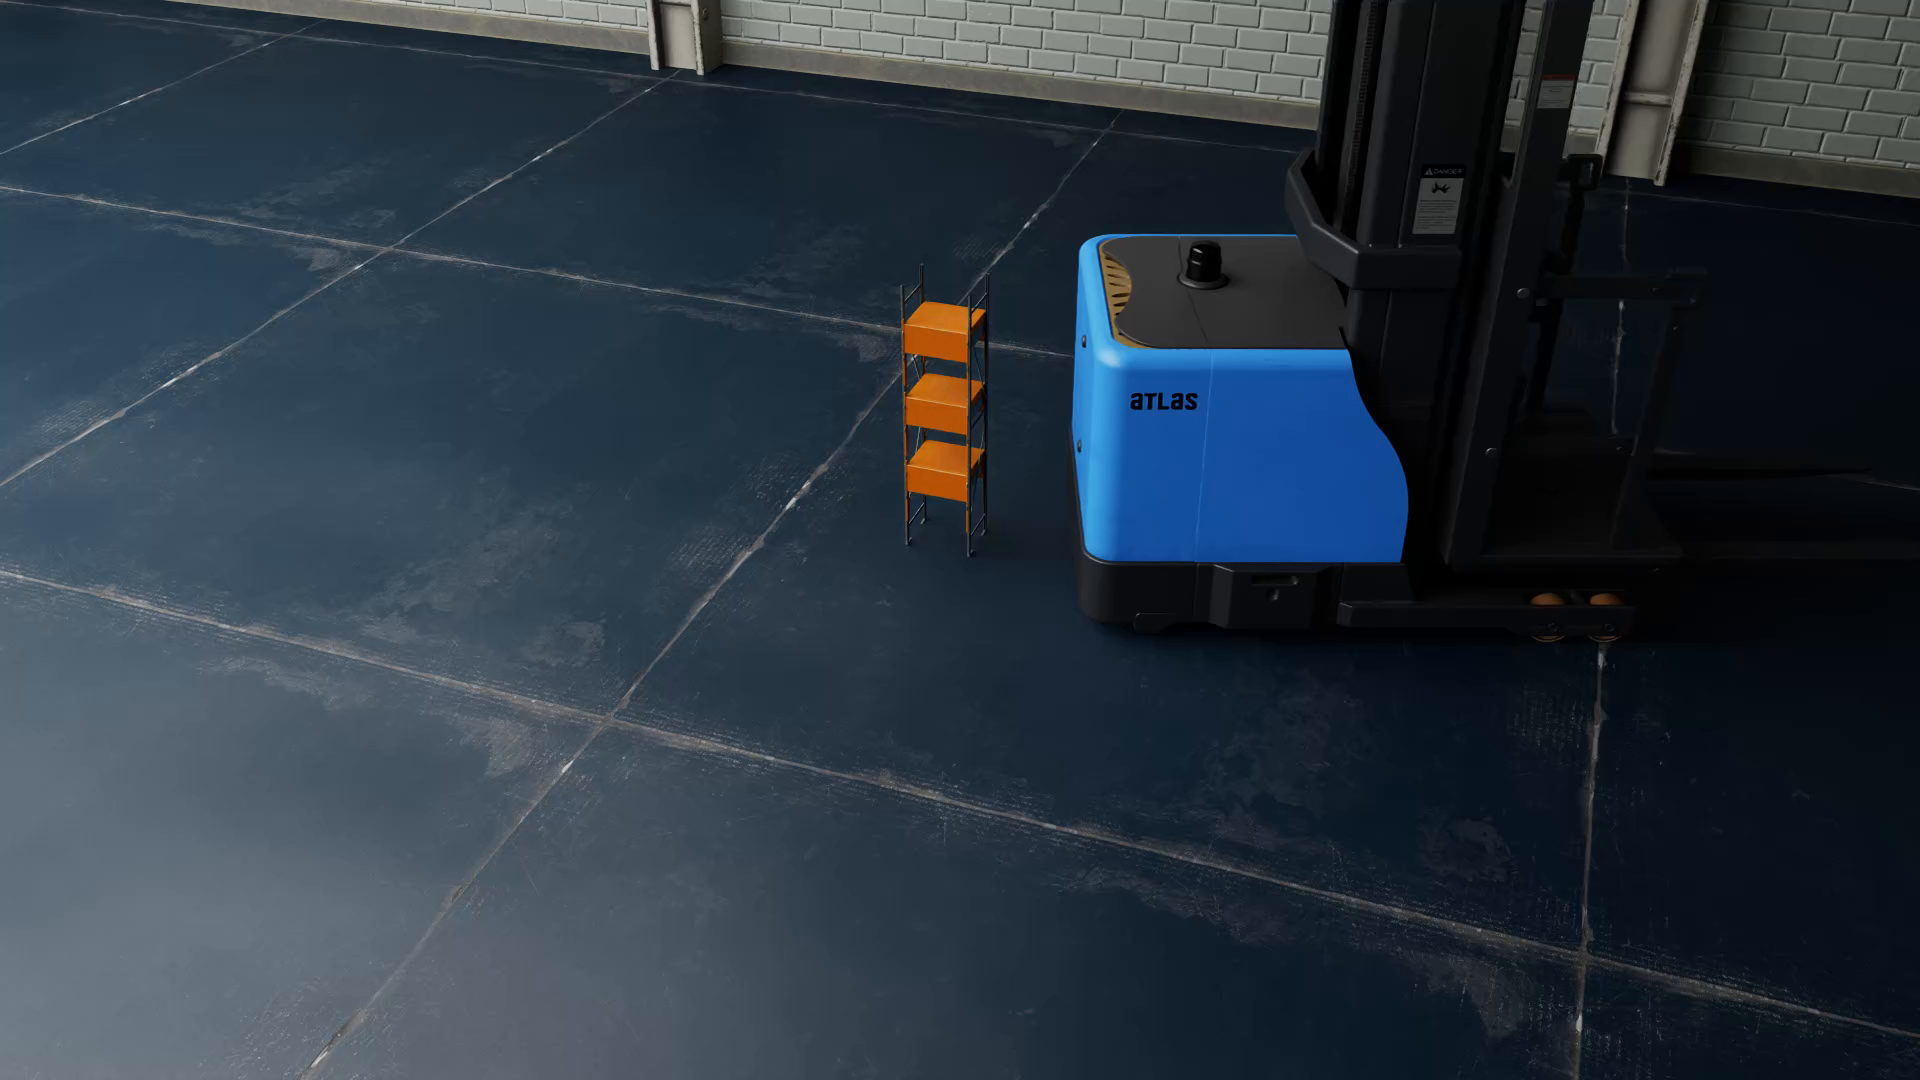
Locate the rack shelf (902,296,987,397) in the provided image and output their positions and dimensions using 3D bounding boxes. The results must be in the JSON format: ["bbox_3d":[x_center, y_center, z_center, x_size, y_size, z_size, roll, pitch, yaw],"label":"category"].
[{"bbox_3d":[-0.050,-0.680,5.832,0.240,0.259,0.215,11,34,16],"label":"rack shelf"}]

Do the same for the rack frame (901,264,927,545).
[{"bbox_3d":[-0.165,-0.473,6.015,0.008,1.050,0.200,11,34,16],"label":"rack frame"}]

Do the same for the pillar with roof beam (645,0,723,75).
[{"bbox_3d":[-3.282,-4.780,5.357,0.400,9.000,9.100,11,34,16],"label":"pillar with roof beam"}]

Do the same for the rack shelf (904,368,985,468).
[{"bbox_3d":[-0.050,-0.442,5.986,0.240,0.259,0.215,11,34,16],"label":"rack shelf"}]

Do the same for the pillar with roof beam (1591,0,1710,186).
[{"bbox_3d":[2.366,-3.682,3.656,0.400,9.000,9.100,11,34,16],"label":"pillar with roof beam"}]

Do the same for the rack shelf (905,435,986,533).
[{"bbox_3d":[-0.050,-0.208,6.137,0.240,0.259,0.215,11,34,16],"label":"rack shelf"}]

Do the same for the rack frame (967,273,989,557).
[{"bbox_3d":[0.064,-0.429,5.946,0.008,1.050,0.200,11,34,16],"label":"rack frame"}]

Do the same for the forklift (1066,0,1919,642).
[{"bbox_3d":[1.928,-1.171,5.361,3.031,2.935,1.130,0,33,0],"label":"forklift"}]

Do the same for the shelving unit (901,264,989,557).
[{"bbox_3d":[-0.050,-0.451,5.980,0.252,1.050,0.215,11,34,16],"label":"shelving unit"}]
